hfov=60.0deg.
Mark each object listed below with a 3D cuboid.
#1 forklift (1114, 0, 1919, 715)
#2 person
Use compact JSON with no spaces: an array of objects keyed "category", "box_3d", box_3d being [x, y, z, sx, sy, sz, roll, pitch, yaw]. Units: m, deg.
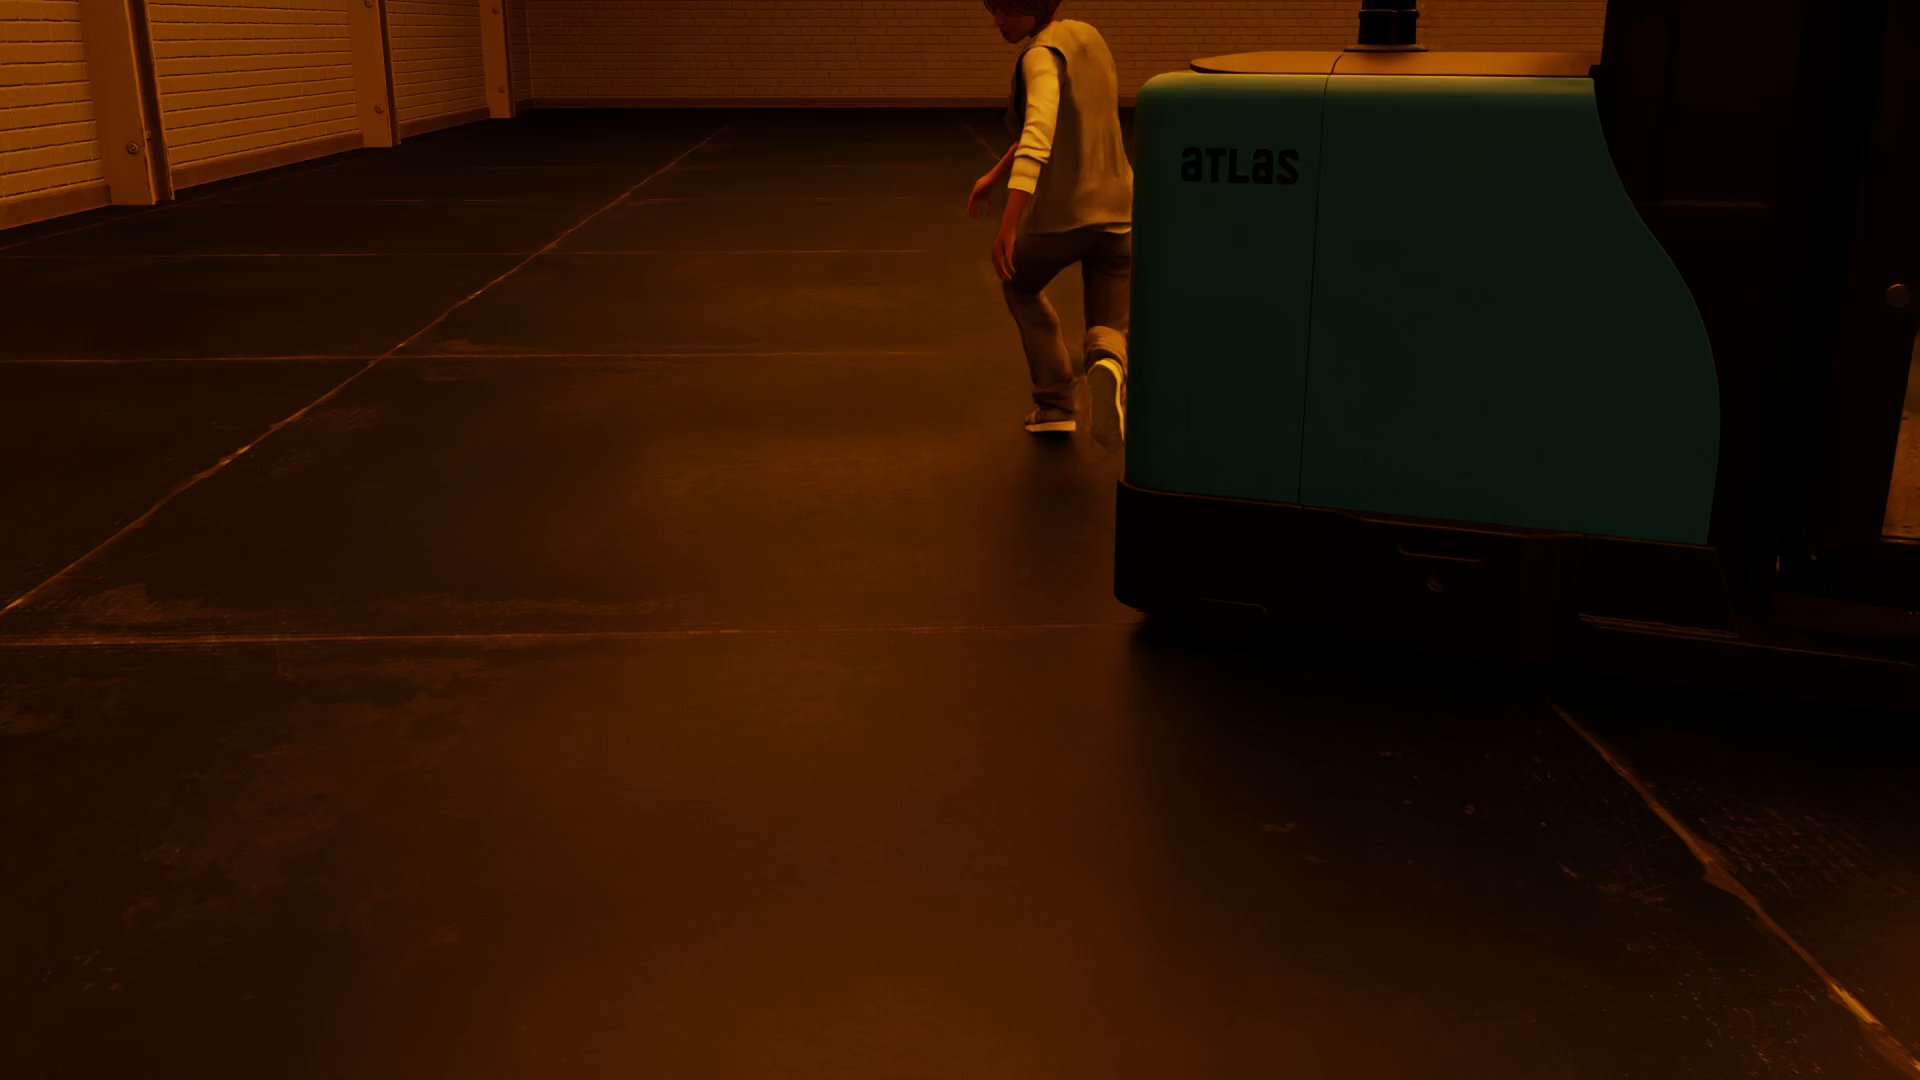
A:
[{"category":"forklift","box_3d":[1.876,-1.184,2.777,3.031,2.935,1.130,7,18,21]},{"category":"person","box_3d":[0.261,-0.919,4.638,0.539,1.385,0.809,-8,19,-25]}]
